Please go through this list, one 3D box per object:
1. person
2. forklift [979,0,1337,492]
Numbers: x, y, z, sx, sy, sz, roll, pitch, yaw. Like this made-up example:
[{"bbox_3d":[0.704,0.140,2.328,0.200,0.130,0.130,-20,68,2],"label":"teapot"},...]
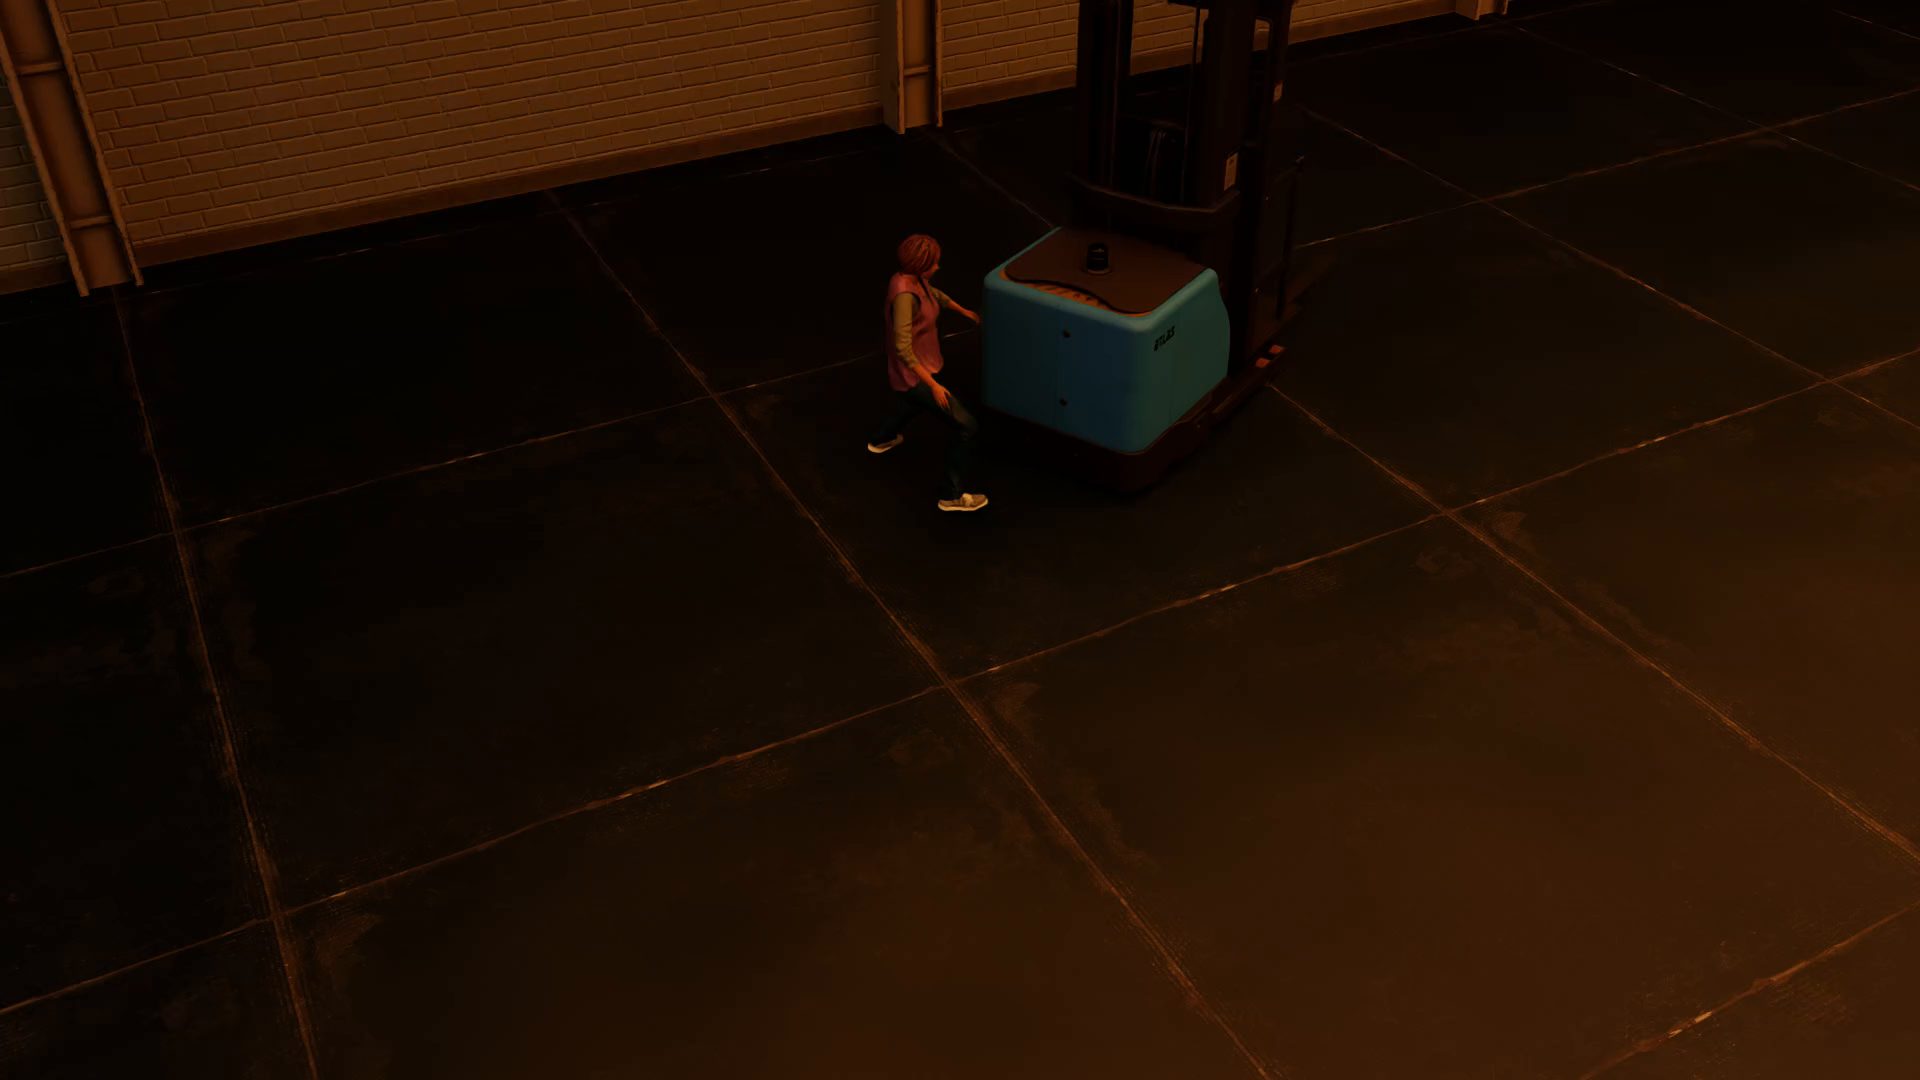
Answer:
[{"bbox_3d":[-0.175,-0.936,8.765,0.731,1.470,0.848,4,35,5],"label":"person"},{"bbox_3d":[1.349,-2.261,9.322,1.130,2.935,3.031,21,41,27],"label":"forklift"}]
